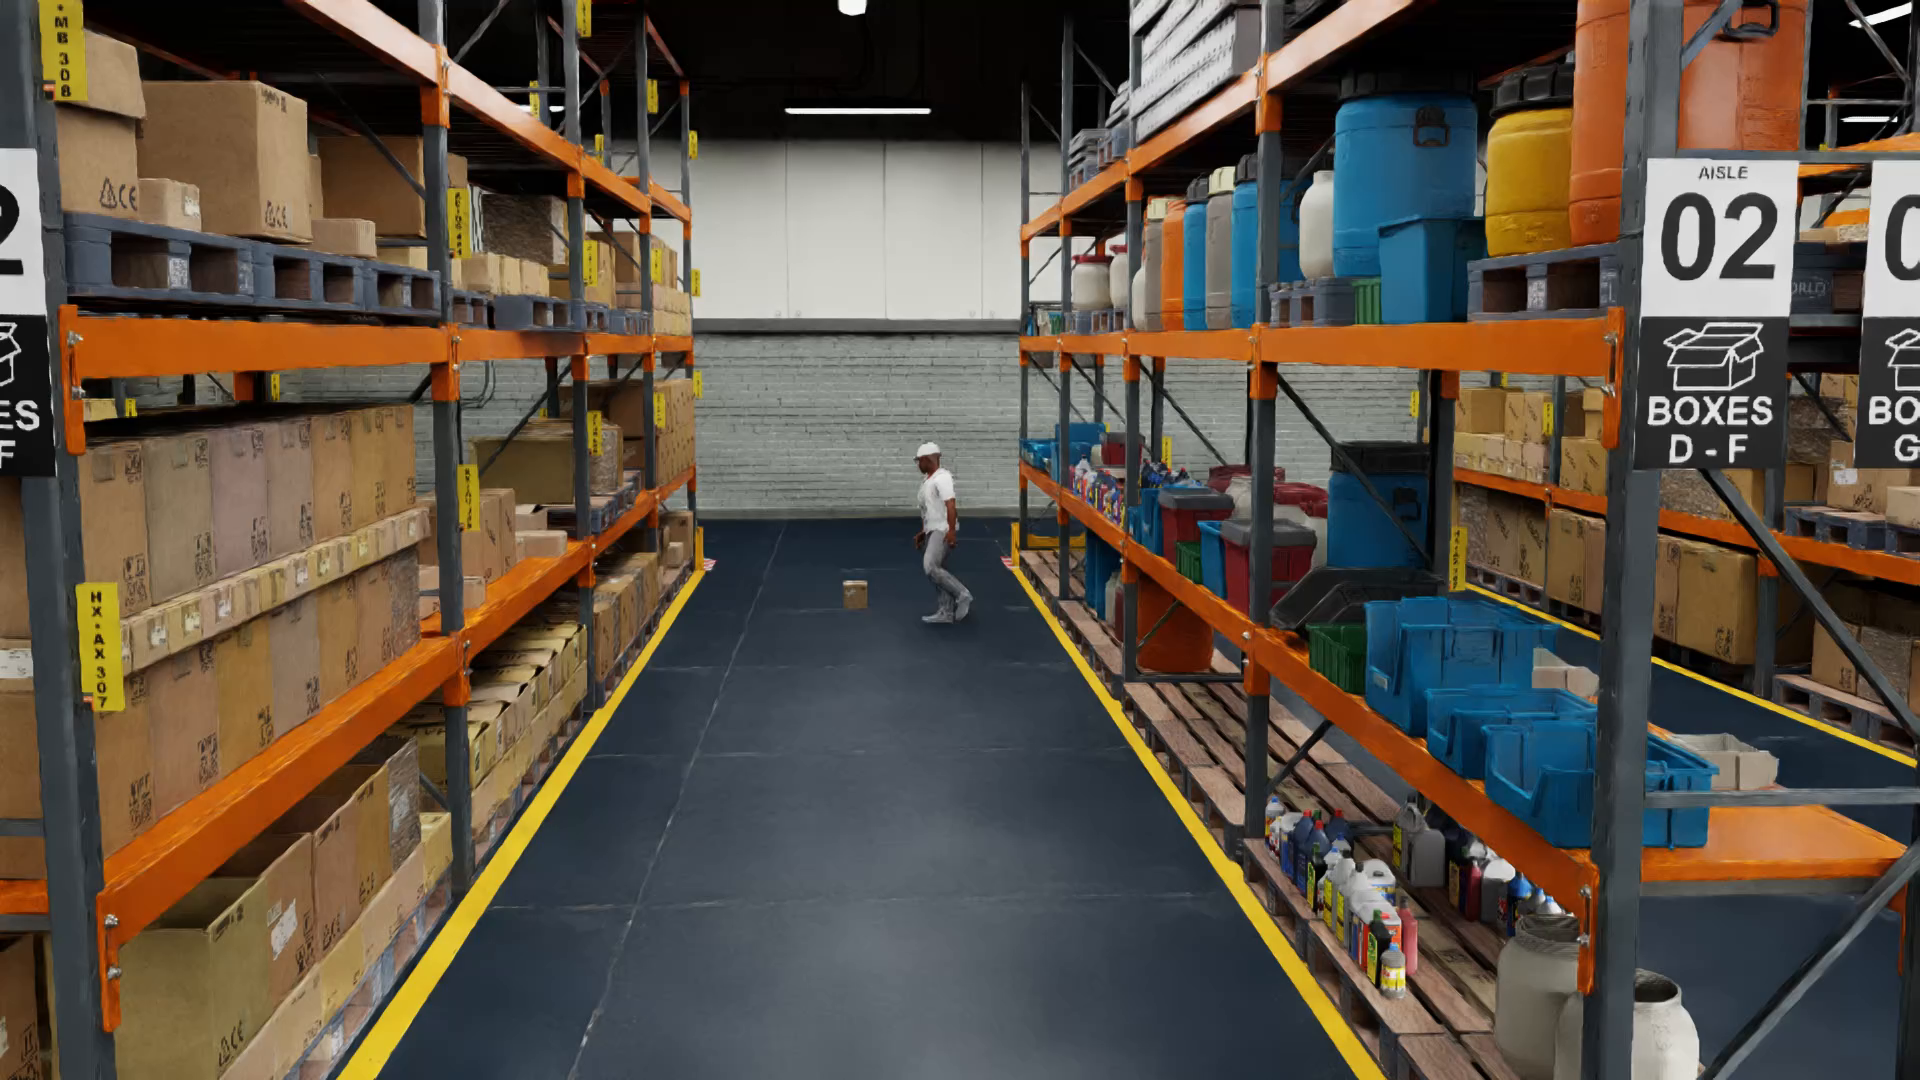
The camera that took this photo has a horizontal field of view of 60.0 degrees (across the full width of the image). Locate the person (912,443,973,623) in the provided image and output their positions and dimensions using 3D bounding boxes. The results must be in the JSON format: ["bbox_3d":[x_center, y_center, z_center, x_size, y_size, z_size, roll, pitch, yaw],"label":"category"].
[{"bbox_3d":[-0.175,-0.069,16.219,0.500,1.750,0.637,-2,7,-19],"label":"person"}]
